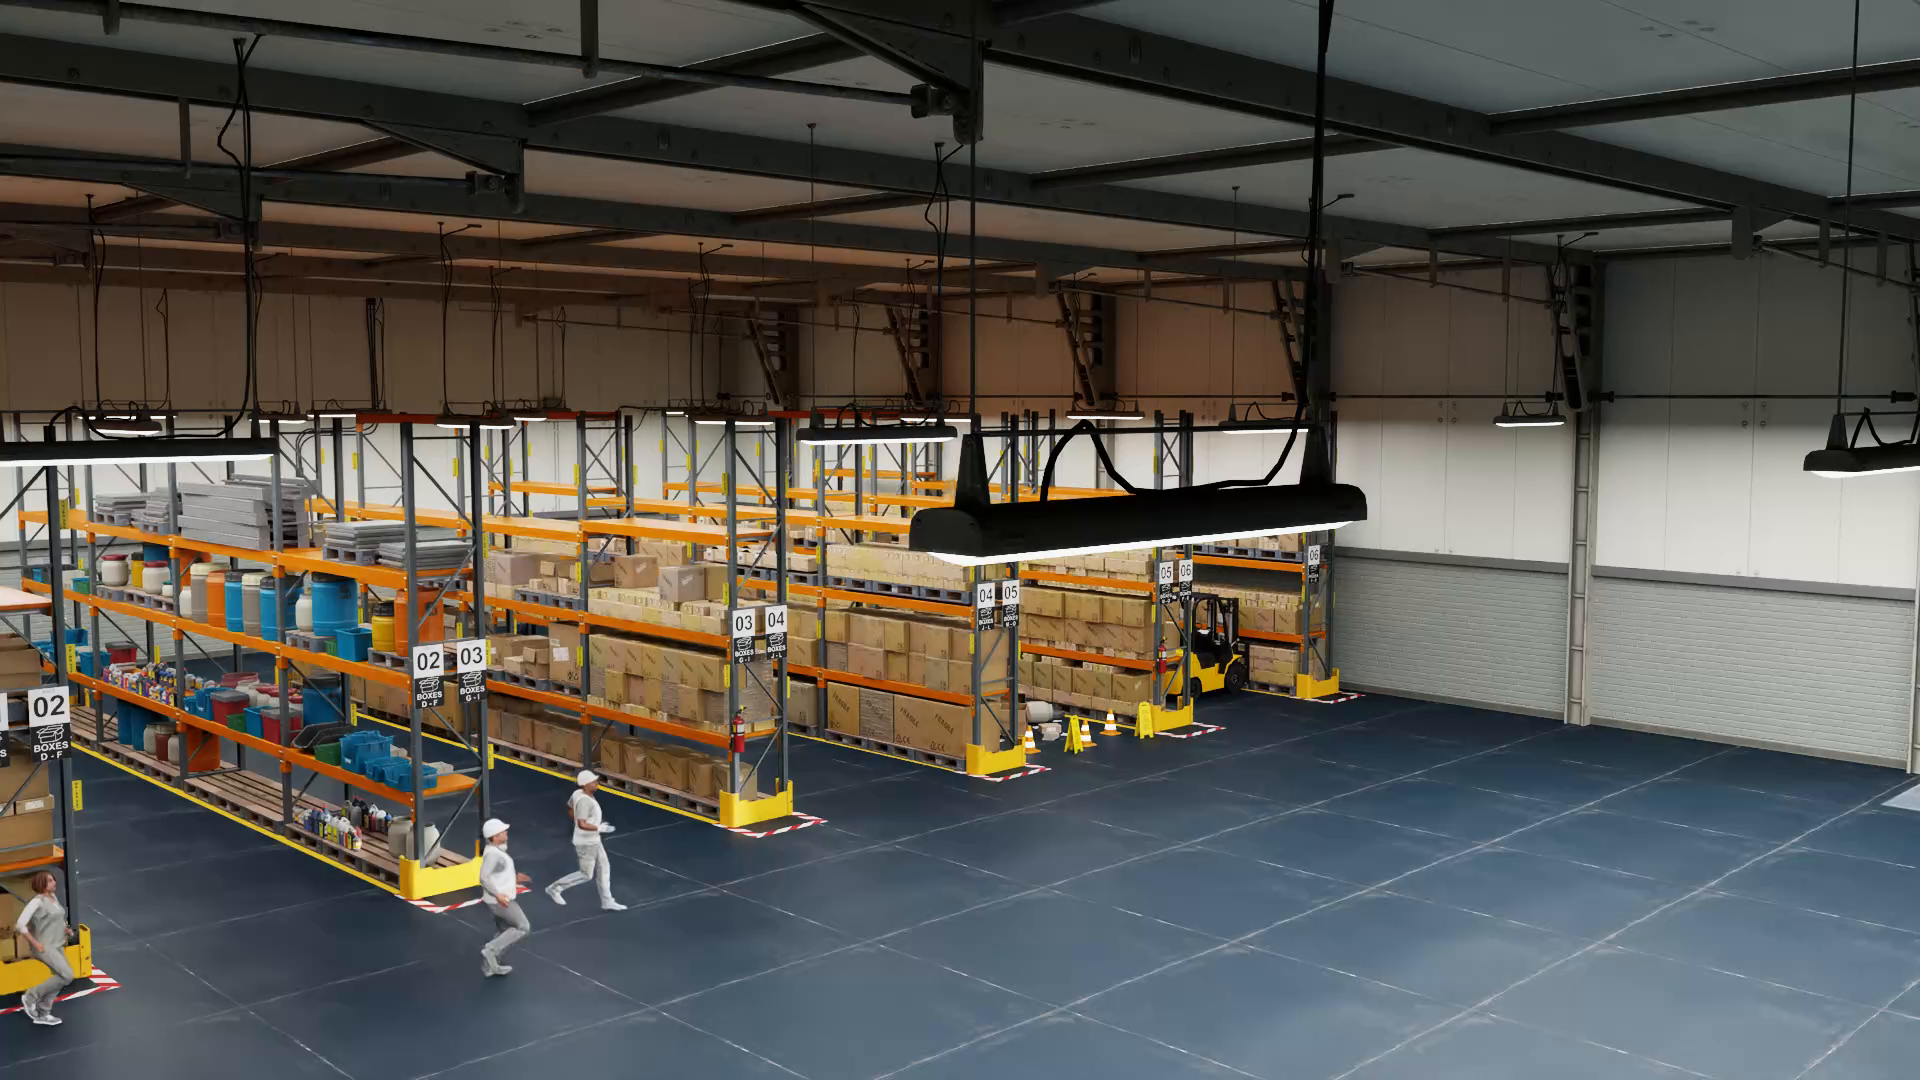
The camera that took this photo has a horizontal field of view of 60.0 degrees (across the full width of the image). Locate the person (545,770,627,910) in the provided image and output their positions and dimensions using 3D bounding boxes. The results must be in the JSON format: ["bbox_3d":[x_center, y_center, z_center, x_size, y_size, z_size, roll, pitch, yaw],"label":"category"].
[{"bbox_3d":[-4.585,3.692,20.326,0.976,1.777,0.699,-1,5,-12],"label":"person"}]

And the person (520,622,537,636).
[{"bbox_3d":[-10.568,2.003,40.867,0.572,1.565,0.615,1,5,11],"label":"person"}]

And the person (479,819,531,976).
[{"bbox_3d":[-4.965,3.891,18.144,0.575,1.729,0.657,-2,5,-20],"label":"person"}]

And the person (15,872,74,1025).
[{"bbox_3d":[-9.171,4.109,16.739,0.488,1.547,0.548,-1,5,-11],"label":"person"}]
